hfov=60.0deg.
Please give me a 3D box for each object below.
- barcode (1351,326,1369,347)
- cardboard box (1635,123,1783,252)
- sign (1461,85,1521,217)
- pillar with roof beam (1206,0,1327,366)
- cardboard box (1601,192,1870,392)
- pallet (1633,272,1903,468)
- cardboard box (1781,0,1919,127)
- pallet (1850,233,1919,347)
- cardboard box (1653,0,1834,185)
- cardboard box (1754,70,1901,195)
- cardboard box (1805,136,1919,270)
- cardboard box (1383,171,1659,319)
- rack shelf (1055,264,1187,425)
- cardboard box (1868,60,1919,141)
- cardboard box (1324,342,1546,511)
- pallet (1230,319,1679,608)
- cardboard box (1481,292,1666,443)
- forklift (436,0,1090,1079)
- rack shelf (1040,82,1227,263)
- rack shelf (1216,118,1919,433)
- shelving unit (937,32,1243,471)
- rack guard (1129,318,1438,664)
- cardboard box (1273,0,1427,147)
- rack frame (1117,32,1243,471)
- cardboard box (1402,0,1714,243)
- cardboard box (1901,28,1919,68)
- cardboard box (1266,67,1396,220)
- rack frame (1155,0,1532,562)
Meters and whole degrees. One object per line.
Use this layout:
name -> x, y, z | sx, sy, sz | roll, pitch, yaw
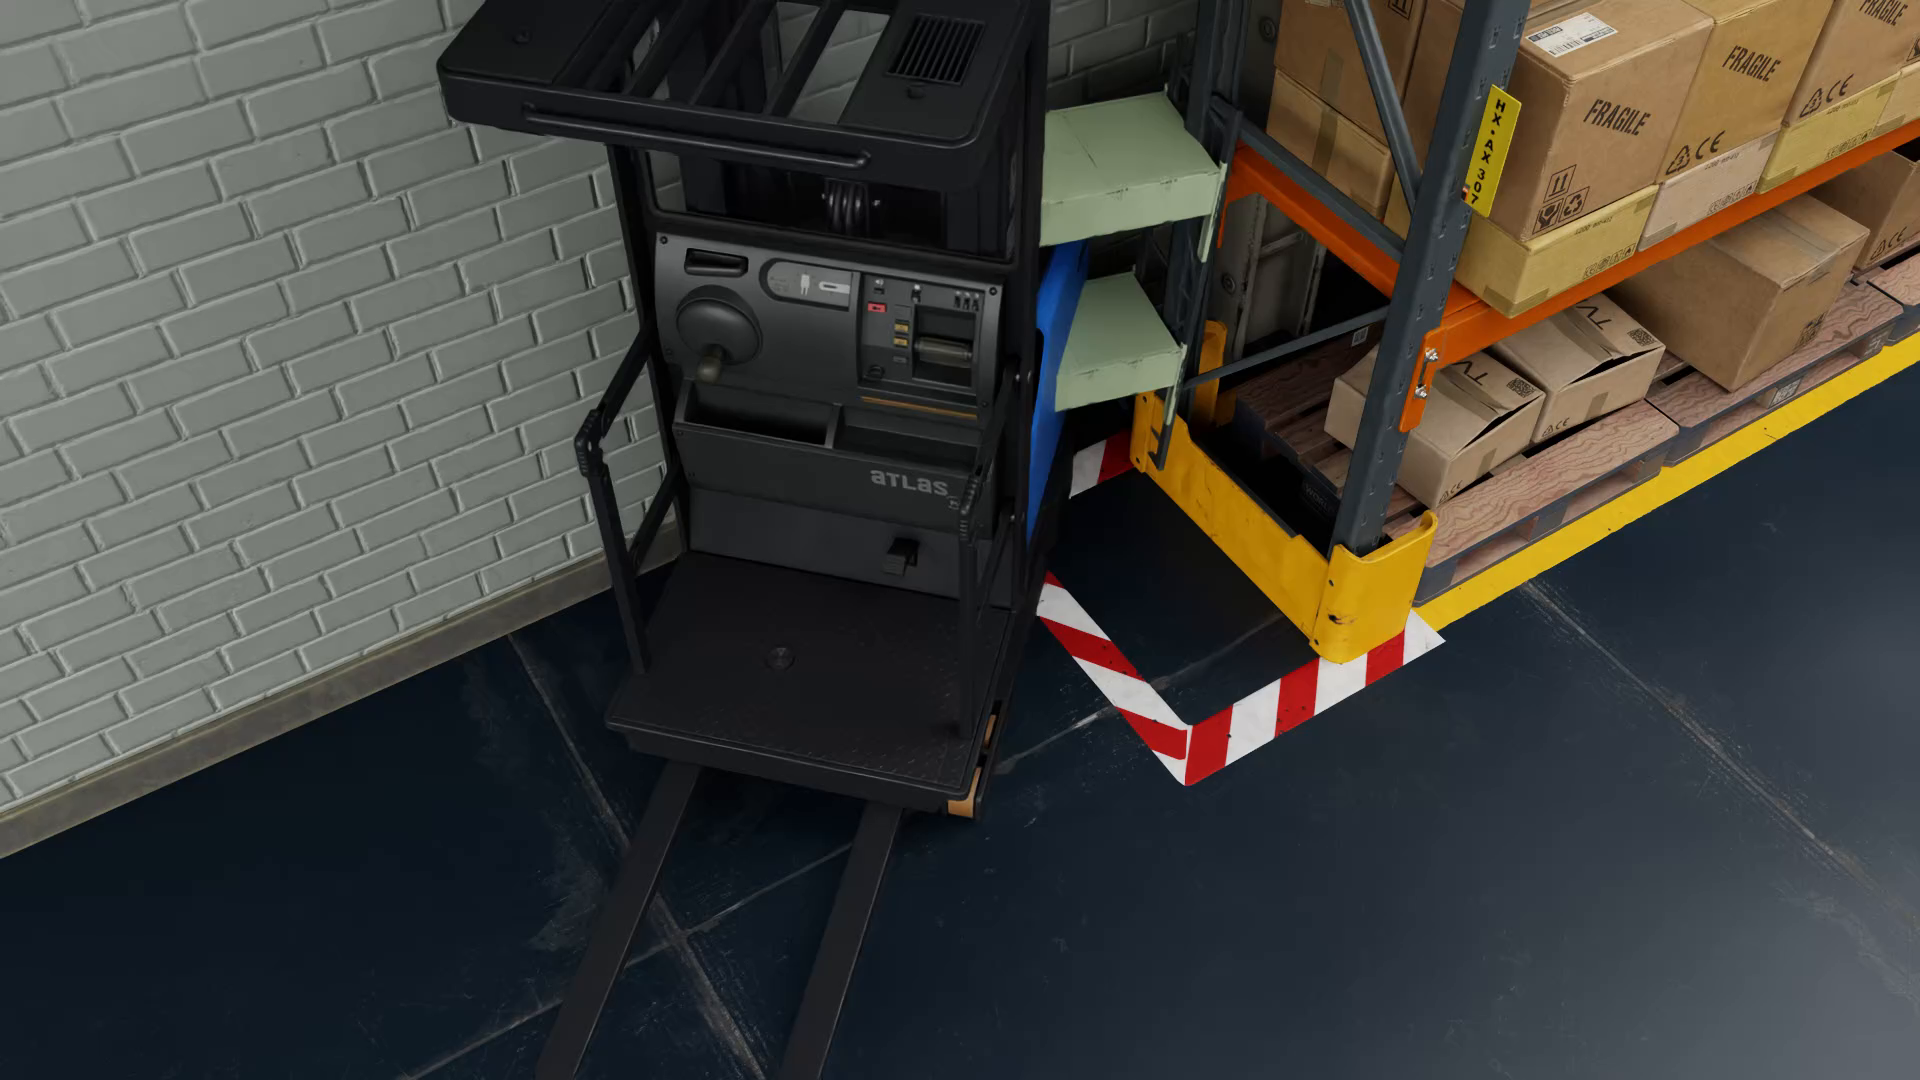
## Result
barcode -> 1.415, -0.719, 5.882 | 0.075, 0.075, 0.001 | -25, 53, -21
cardboard box -> 1.993, -1.152, 4.854 | 0.500, 0.250, 0.500 | -27, 54, -22
sign -> 1.269, -0.931, 3.991 | 0.005, 0.325, 0.100 | -25, 53, -21
pillar with roof beam -> 3.407, -1.087, 0.692 | 0.400, 9.000, 9.100 | -25, 53, -21
cardboard box -> 2.742, -1.007, 6.018 | 0.500, 0.500, 0.700 | -28, 54, -23
pallet -> 2.781, -0.873, 6.386 | 1.213, 0.211, 1.003 | -25, 53, -21
cardboard box -> 2.408, -1.585, 4.737 | 0.500, 0.500, 0.500 | -27, 54, -22
pallet -> 3.814, -1.362, 6.822 | 1.213, 0.211, 1.003 | -25, 53, -21
cardboard box -> 1.967, -1.383, 4.558 | 0.500, 0.500, 0.500 | -25, 53, -21
cardboard box -> 2.427, -1.351, 5.032 | 0.500, 0.250, 0.500 | -26, 53, -21
cardboard box -> 3.506, -1.456, 6.417 | 0.500, 0.500, 0.500 | -29, 54, -23
cardboard box -> 1.562, -0.936, 4.662 | 0.500, 0.250, 0.500 | -27, 54, -22
rack shelf -> 0.314, -0.577, 5.510 | 0.720, 0.370, 0.431 | -14, 53, -15
cardboard box -> 2.856, -1.551, 5.210 | 0.500, 0.250, 0.500 | -25, 53, -20
cardboard box -> 1.613, -0.456, 5.654 | 0.500, 0.311, 0.500 | -31, 55, -25
pallet -> 1.750, -0.390, 5.956 | 1.213, 0.211, 1.003 | -25, 53, -21
cardboard box -> 2.095, -0.684, 5.856 | 0.500, 0.311, 0.500 | -21, 52, -18
forklift -> -0.398, -0.464, 4.201 | 1.130, 2.935, 3.031 | 10, 49, 9
rack shelf -> 0.354, -1.035, 4.960 | 0.720, 0.370, 0.431 | -14, 53, -15
rack shelf -> 2.671, -1.543, 5.597 | 4.000, 0.370, 1.077 | -25, 53, -21
shelving unit -> 0.332, -0.786, 5.260 | 0.755, 1.500, 0.431 | -14, 53, -15
rack guard -> 1.044, -0.184, 5.580 | 0.348, 0.500, 1.175 | -25, 53, -21
cardboard box -> 1.265, -1.514, 4.674 | 0.500, 0.500, 0.500 | -26, 53, -21
rack frame -> 0.676, -0.869, 5.354 | 0.023, 1.500, 0.400 | -14, 53, -15
cardboard box -> 1.544, -1.192, 4.388 | 0.500, 0.500, 0.500 | -25, 53, -21
cardboard box -> 2.838, -1.798, 4.927 | 0.500, 0.500, 0.500 | -24, 52, -20
cardboard box -> 1.272, -1.251, 4.943 | 0.500, 0.250, 0.500 | -25, 53, -20
rack frame -> 0.980, -0.986, 4.619 | 0.127, 3.000, 1.000 | -25, 53, -21
